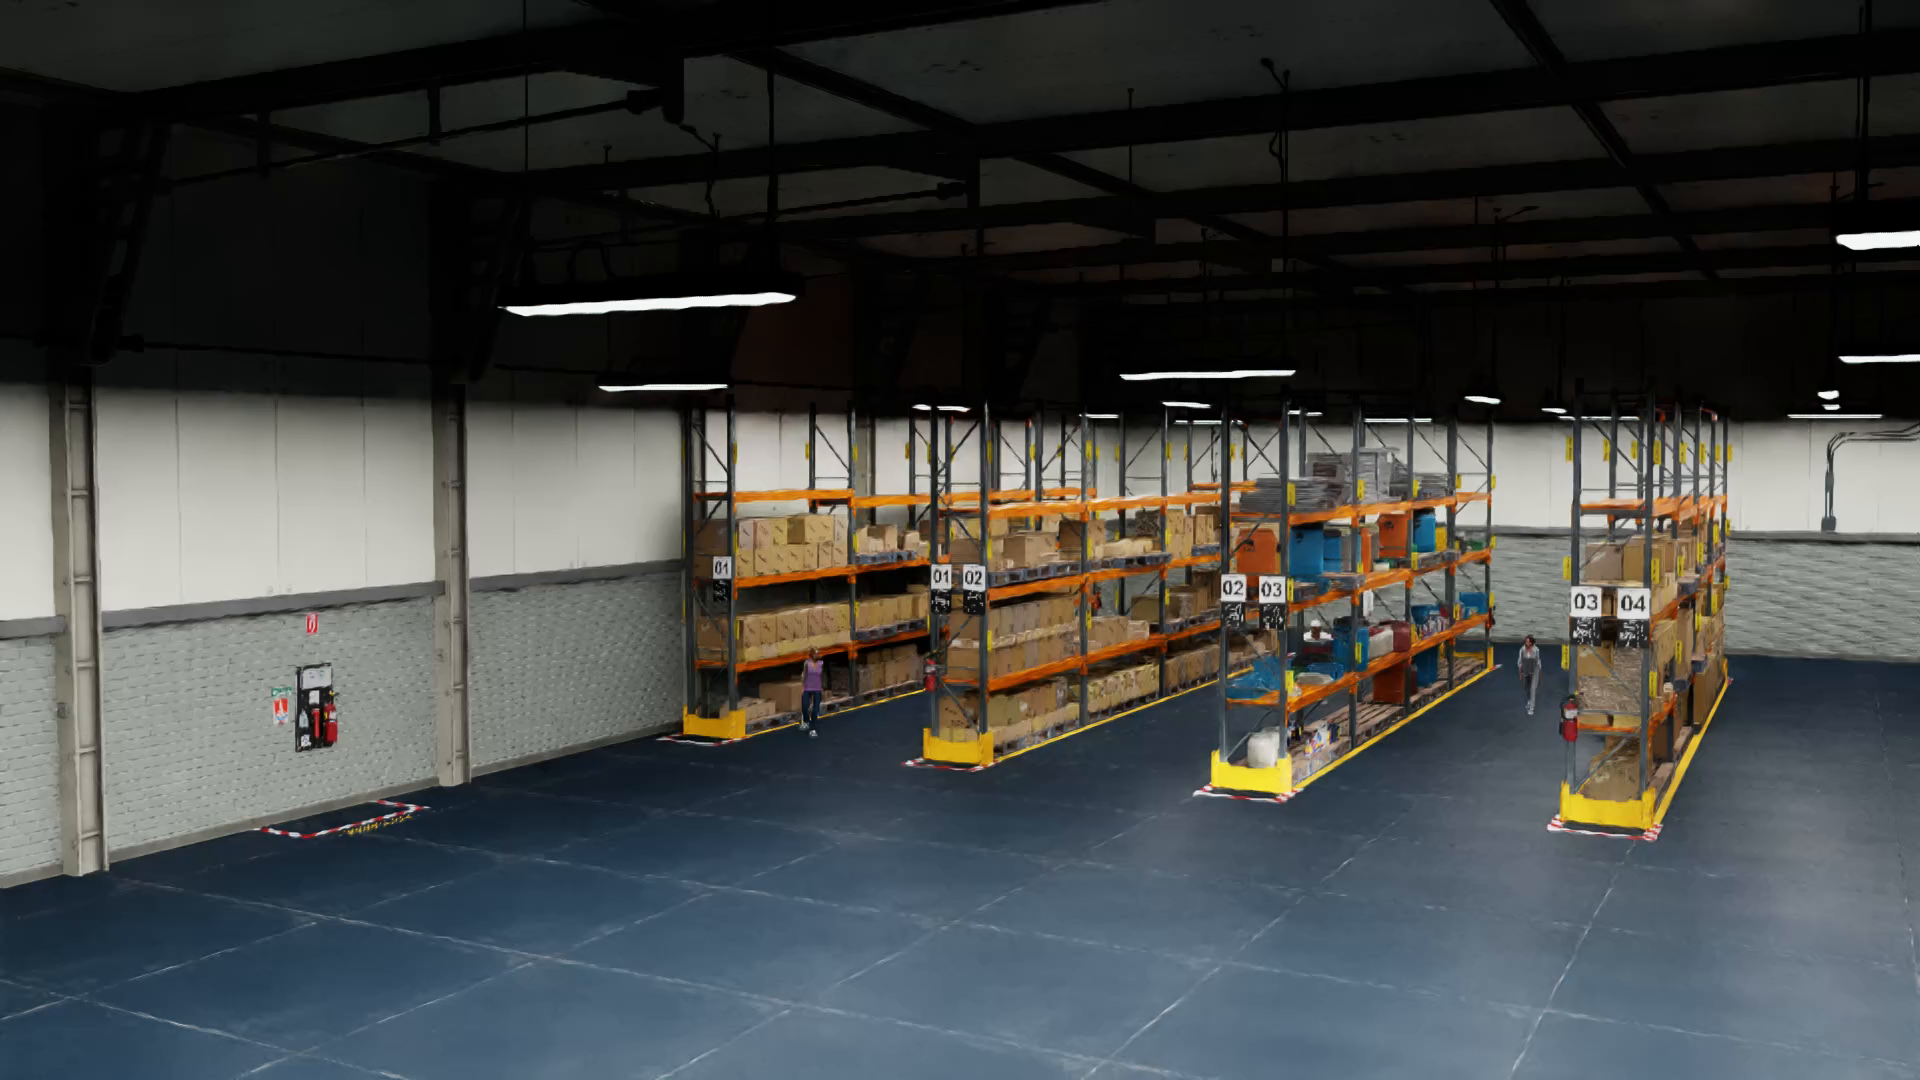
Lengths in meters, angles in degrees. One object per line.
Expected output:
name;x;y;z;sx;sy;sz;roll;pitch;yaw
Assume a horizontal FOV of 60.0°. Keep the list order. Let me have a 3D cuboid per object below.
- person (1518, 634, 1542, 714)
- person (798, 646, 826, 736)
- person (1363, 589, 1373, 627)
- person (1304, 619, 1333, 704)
person;10.922;2.549;31.916;0.417;1.517;1.036;2;4;31
person;-2.621;2.668;29.457;0.471;1.577;0.491;-1;3;-11
person;10.622;1.822;43.965;0.588;1.700;1.173;1;3;26
person;7.079;2.415;33.032;0.719;1.714;0.578;1;3;26
